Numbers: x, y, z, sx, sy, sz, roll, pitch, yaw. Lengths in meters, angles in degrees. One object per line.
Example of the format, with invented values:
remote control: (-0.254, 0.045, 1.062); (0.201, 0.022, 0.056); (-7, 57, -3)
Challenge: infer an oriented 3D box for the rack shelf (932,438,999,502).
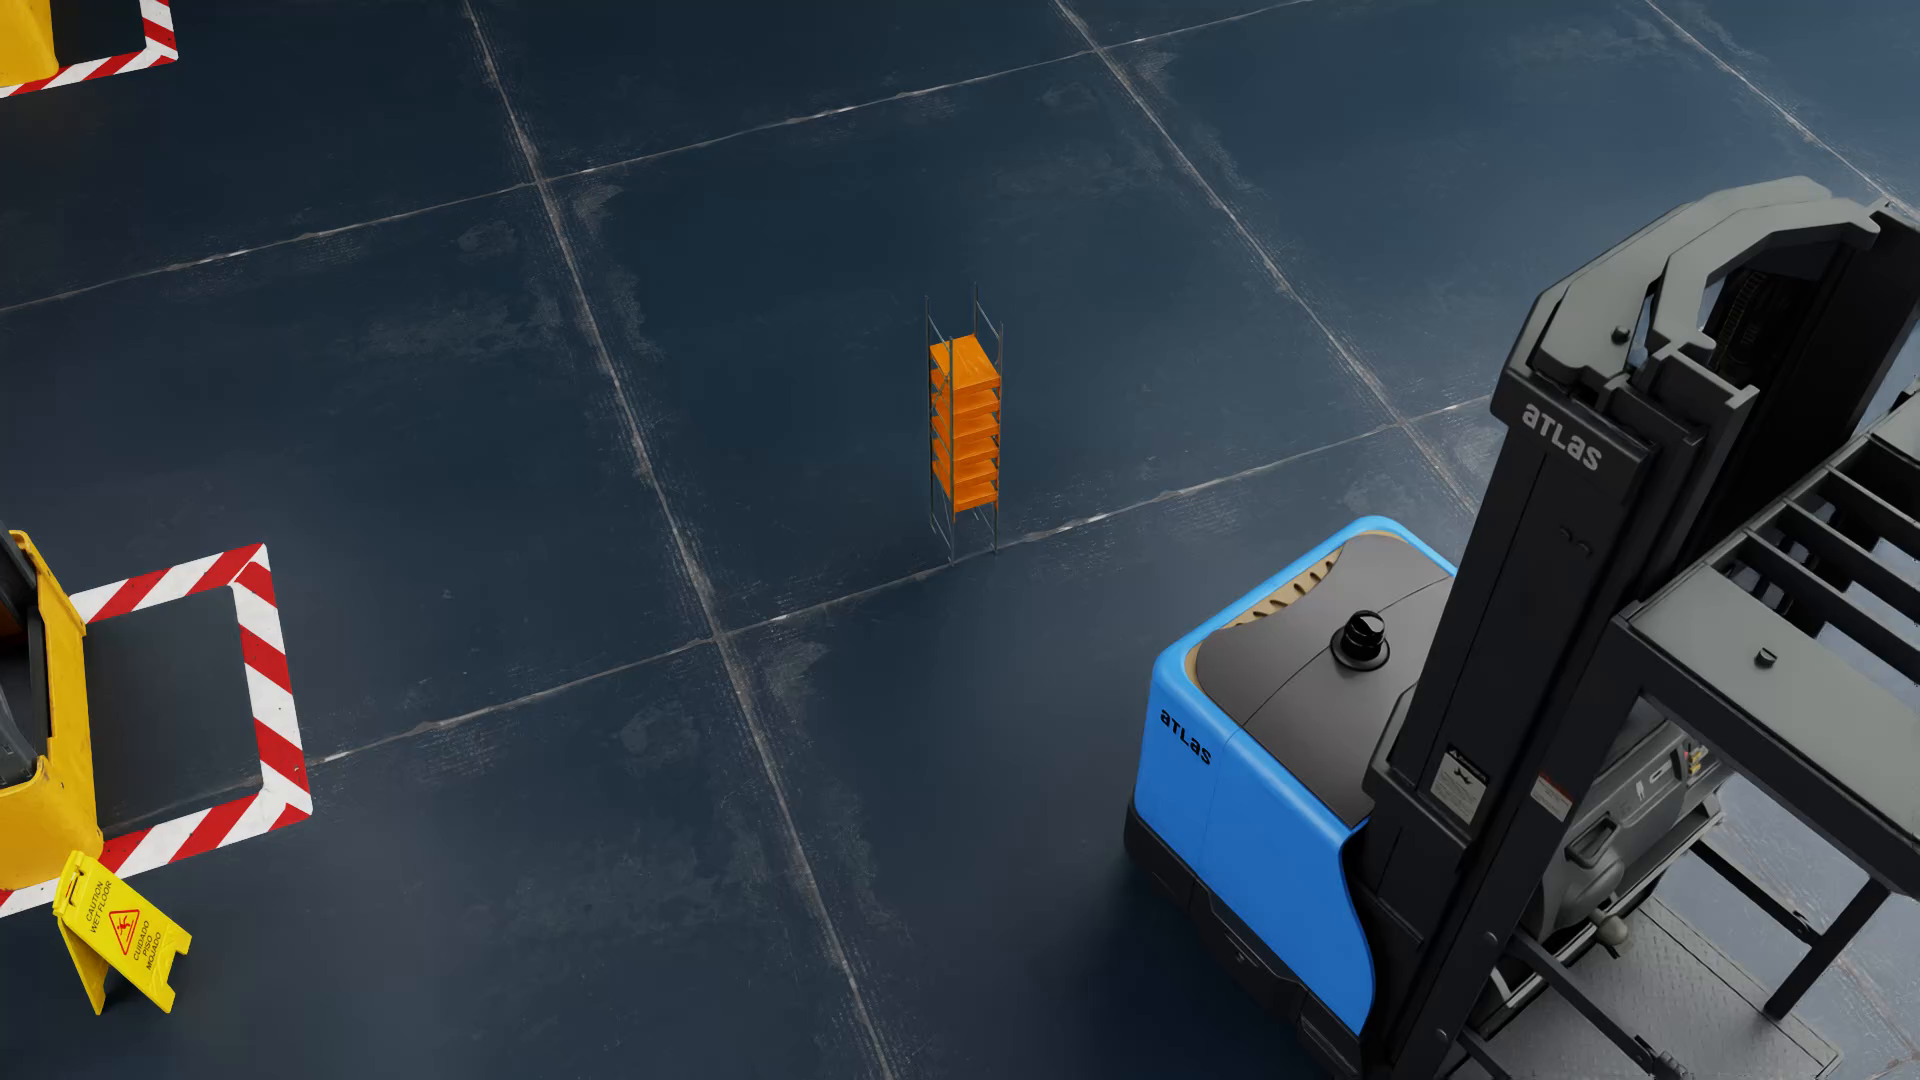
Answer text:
rack shelf: (0.013, -0.288, 6.264); (0.180, 0.103, 0.258); (-17, 52, -14)

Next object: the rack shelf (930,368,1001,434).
rack shelf: (0.013, -0.522, 5.991); (0.180, 0.103, 0.258); (-17, 52, -14)

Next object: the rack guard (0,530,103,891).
rack guard: (-3.287, 0.572, 5.770); (0.348, 0.500, 1.175); (-17, 52, -14)

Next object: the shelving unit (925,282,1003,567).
shelving unit: (0.013, -0.395, 6.139); (0.189, 1.200, 0.258); (-17, 52, -14)

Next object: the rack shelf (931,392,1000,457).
rack shelf: (0.013, -0.444, 6.082); (0.180, 0.103, 0.258); (-17, 52, -14)

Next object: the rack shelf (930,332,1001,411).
rack shelf: (0.013, -0.601, 5.900); (0.180, 0.103, 0.258); (-17, 52, -14)

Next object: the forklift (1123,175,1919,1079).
forklift: (1.860, 0.746, 4.018); (1.130, 2.935, 3.031); (-31, 56, -24)

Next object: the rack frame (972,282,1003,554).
rack frame: (0.098, -0.421, 6.162); (0.006, 1.200, 0.240); (-17, 52, -14)

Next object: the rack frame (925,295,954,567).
rack frame: (-0.071, -0.369, 6.117); (0.006, 1.200, 0.240); (-17, 52, -14)

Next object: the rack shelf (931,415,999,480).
rack shelf: (0.013, -0.366, 6.173); (0.180, 0.103, 0.258); (-17, 52, -14)

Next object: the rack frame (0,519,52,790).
rack frame: (-3.217, -0.265, 4.841); (0.127, 3.000, 1.000); (-17, 52, -14)

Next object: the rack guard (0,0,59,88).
rack guard: (-5.075, -2.942, 8.788); (0.348, 0.500, 1.175); (-17, 52, -14)

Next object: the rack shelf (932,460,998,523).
rack shelf: (0.013, -0.210, 6.355); (0.180, 0.103, 0.258); (-17, 52, -14)

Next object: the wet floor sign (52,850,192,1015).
wet floor sign: (-2.637, 1.199, 5.135); (0.232, 0.644, 0.267); (-2, 49, -1)
